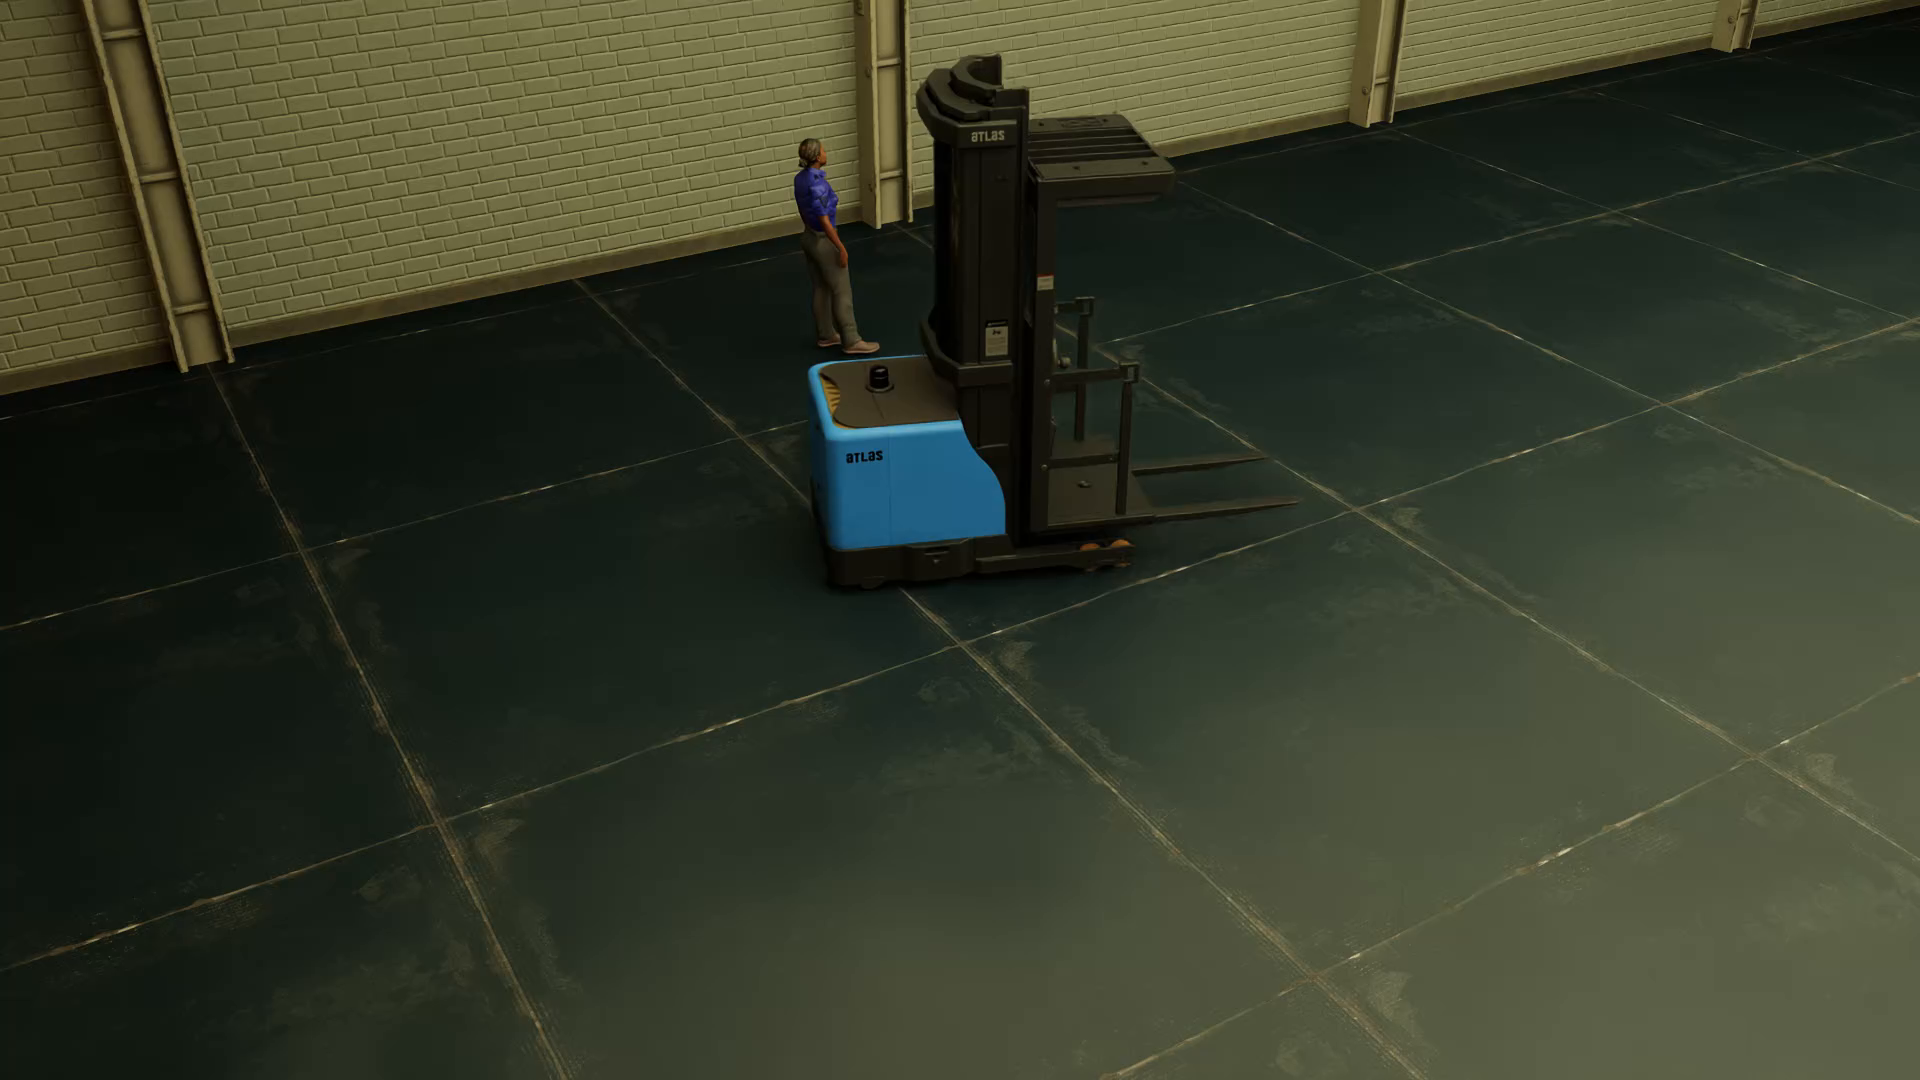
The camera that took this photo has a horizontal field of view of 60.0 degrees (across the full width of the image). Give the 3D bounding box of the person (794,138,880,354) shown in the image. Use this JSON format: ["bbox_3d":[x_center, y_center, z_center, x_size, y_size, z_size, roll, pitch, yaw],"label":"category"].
[{"bbox_3d":[-0.960,-2.241,12.620,0.505,1.654,0.566,-16,34,-25],"label":"person"}]

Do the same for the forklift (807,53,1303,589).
[{"bbox_3d":[0.615,-1.331,9.869,3.031,2.935,1.130,-6,31,-10],"label":"forklift"}]
